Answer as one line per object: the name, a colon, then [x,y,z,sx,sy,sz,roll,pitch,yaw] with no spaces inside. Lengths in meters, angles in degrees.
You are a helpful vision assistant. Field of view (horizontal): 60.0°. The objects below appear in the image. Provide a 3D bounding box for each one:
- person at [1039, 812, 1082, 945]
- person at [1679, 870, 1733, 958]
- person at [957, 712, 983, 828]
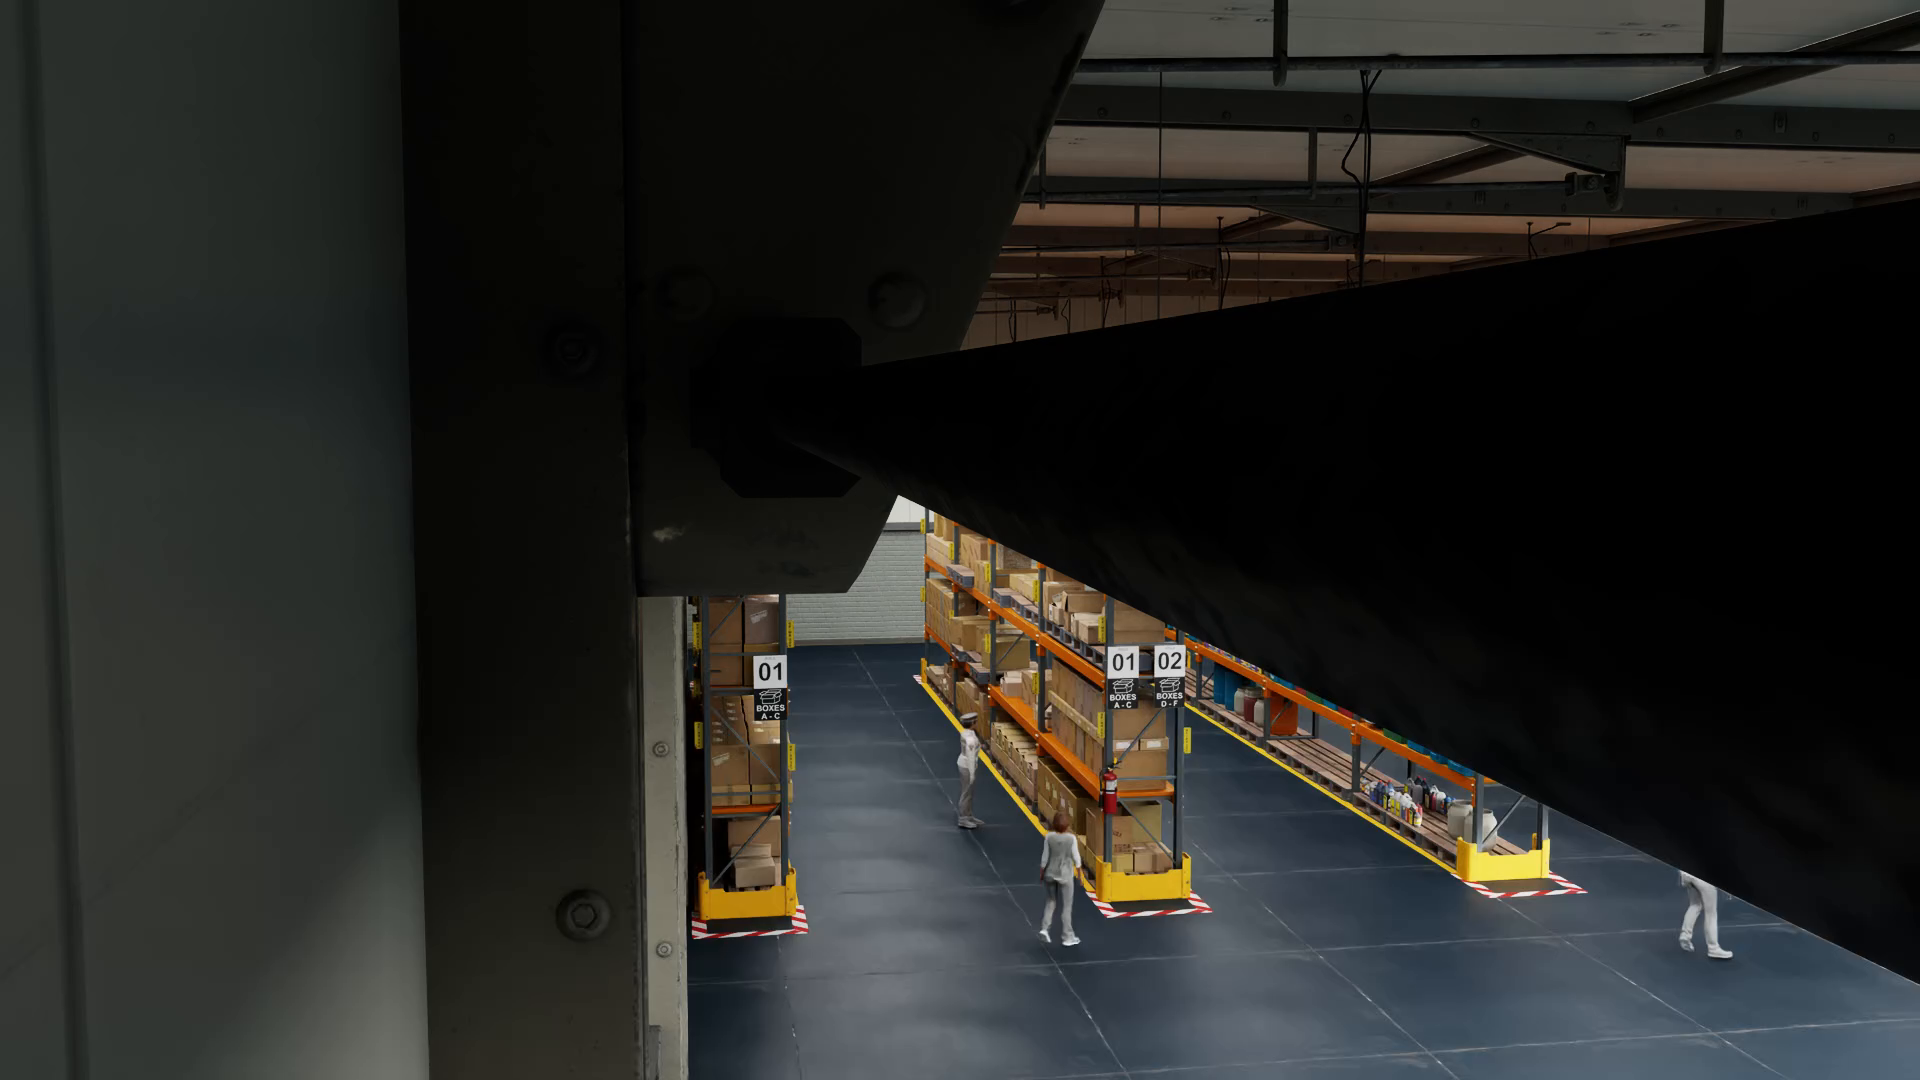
person: [1.147,3.866,19.032,0.486,1.594,0.469,3,6,30]
person: [8.376,3.847,18.727,0.518,1.679,0.590,-2,5,-23]
person: [0.159,3.355,24.287,0.396,1.693,0.505,-1,5,-7]
